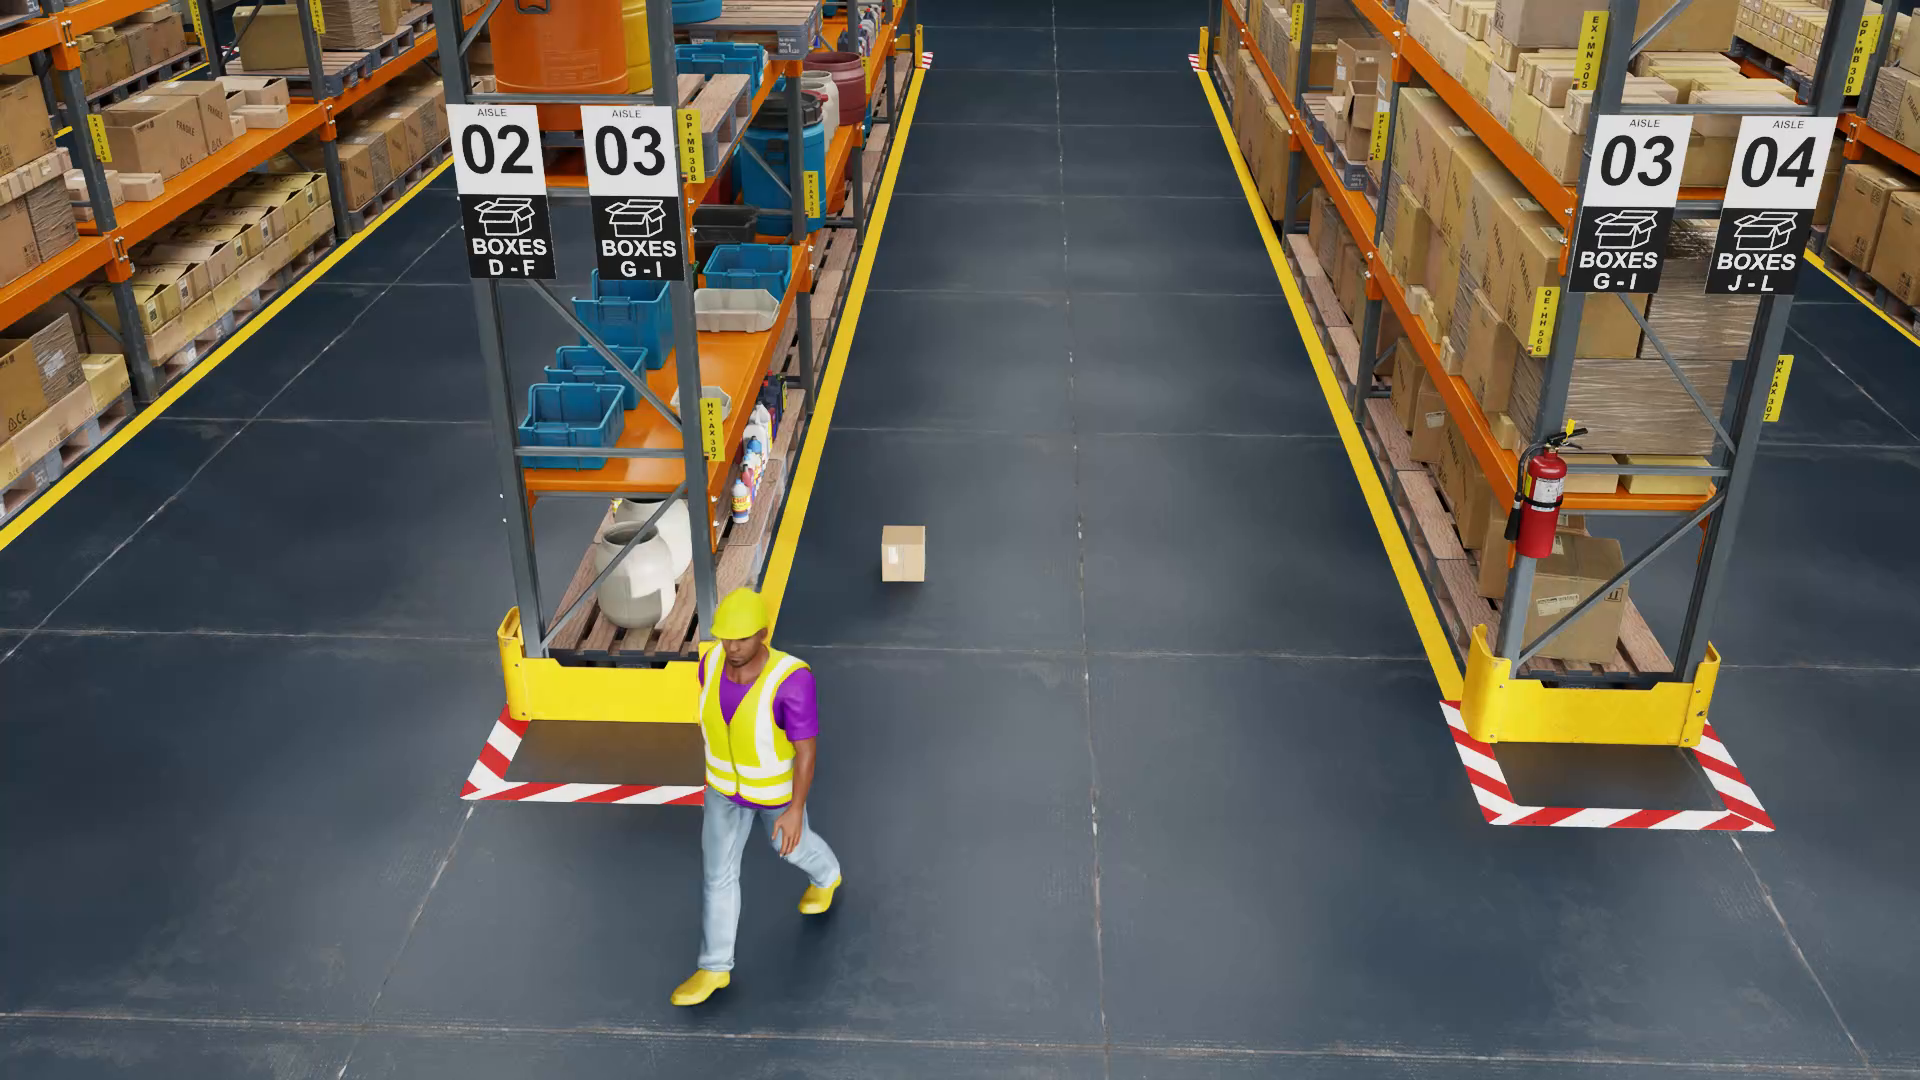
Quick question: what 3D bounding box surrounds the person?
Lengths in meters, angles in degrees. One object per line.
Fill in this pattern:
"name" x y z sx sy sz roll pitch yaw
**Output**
"person" -0.835 0.993 6.723 0.588 1.733 0.996 11 30 20
